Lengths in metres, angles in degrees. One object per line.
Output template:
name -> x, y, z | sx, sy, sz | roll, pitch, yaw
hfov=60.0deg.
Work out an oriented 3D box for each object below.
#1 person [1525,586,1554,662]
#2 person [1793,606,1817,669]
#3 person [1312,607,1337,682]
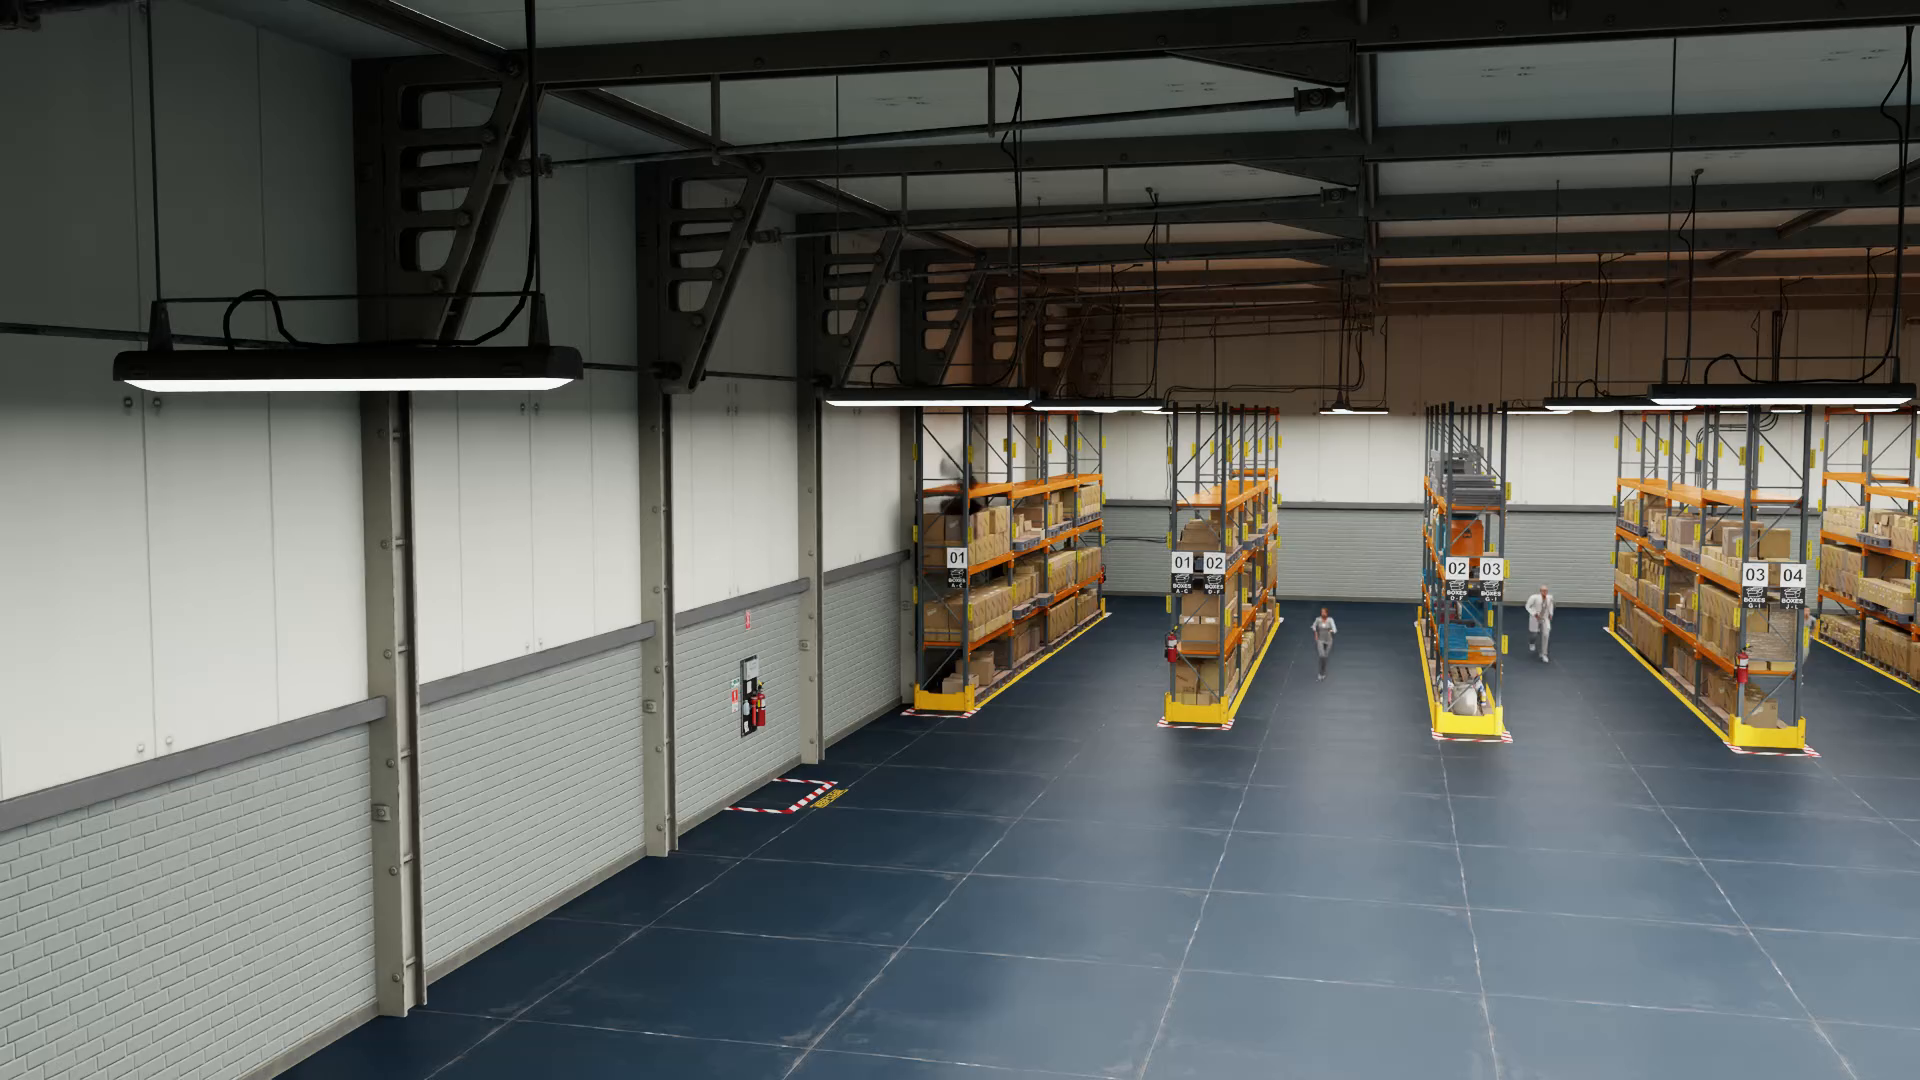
person -> 13.720, 1.947, 39.403 | 0.713, 1.777, 1.181 | 0, 4, 2
person -> 18.622, 2.228, 36.787 | 0.554, 1.600, 0.704 | 1, 4, 10
person -> 7.926, 2.269, 36.151 | 0.506, 1.638, 0.697 | 0, 4, 6
